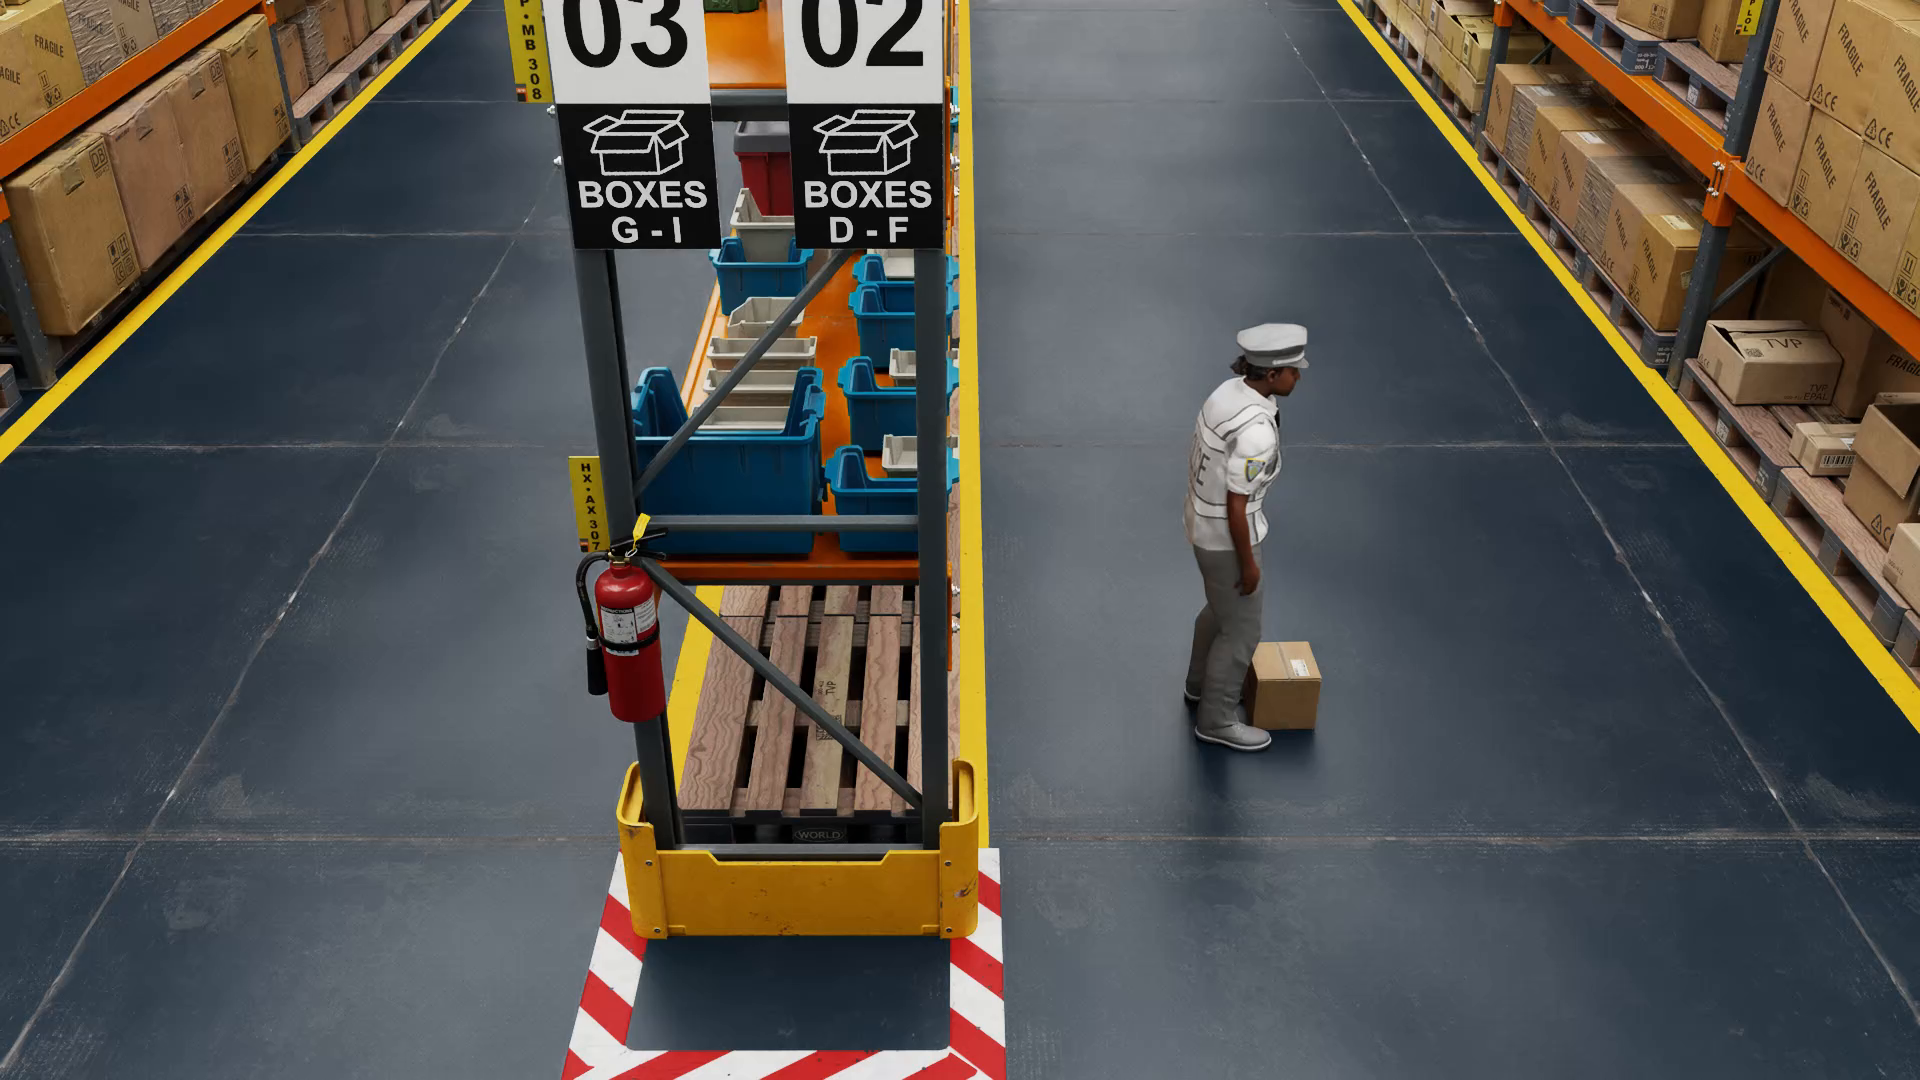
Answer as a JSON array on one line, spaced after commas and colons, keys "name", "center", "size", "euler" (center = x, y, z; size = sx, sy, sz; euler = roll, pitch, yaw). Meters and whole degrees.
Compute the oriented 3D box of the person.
[{"name": "person", "center": [1.034, -0.014, 6.218], "size": [0.397, 1.656, 0.503], "euler": [0, 31, 0]}]
